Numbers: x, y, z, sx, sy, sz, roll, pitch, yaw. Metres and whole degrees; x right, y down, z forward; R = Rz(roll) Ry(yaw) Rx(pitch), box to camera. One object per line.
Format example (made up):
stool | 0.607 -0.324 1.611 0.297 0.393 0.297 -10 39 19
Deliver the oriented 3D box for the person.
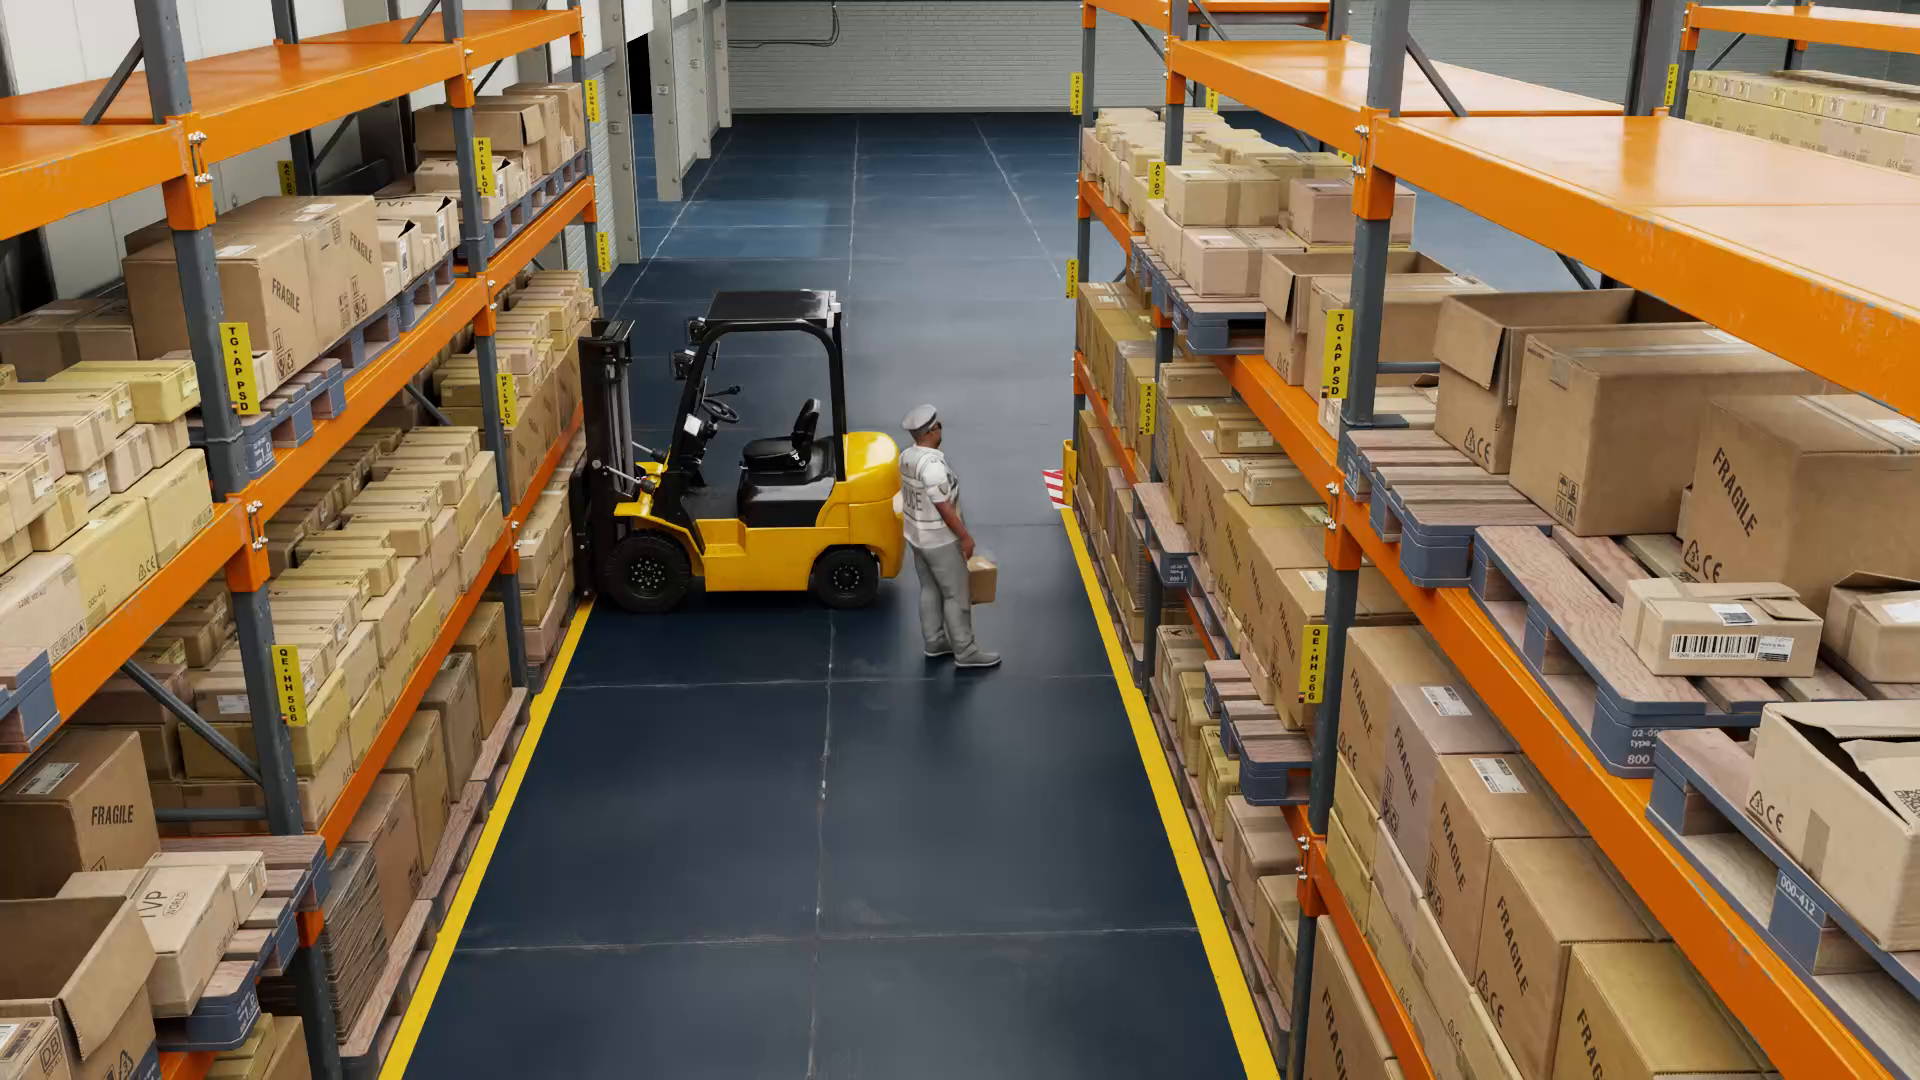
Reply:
person | -0.087 -0.042 11.110 0.571 1.783 0.609 -10 23 -26
